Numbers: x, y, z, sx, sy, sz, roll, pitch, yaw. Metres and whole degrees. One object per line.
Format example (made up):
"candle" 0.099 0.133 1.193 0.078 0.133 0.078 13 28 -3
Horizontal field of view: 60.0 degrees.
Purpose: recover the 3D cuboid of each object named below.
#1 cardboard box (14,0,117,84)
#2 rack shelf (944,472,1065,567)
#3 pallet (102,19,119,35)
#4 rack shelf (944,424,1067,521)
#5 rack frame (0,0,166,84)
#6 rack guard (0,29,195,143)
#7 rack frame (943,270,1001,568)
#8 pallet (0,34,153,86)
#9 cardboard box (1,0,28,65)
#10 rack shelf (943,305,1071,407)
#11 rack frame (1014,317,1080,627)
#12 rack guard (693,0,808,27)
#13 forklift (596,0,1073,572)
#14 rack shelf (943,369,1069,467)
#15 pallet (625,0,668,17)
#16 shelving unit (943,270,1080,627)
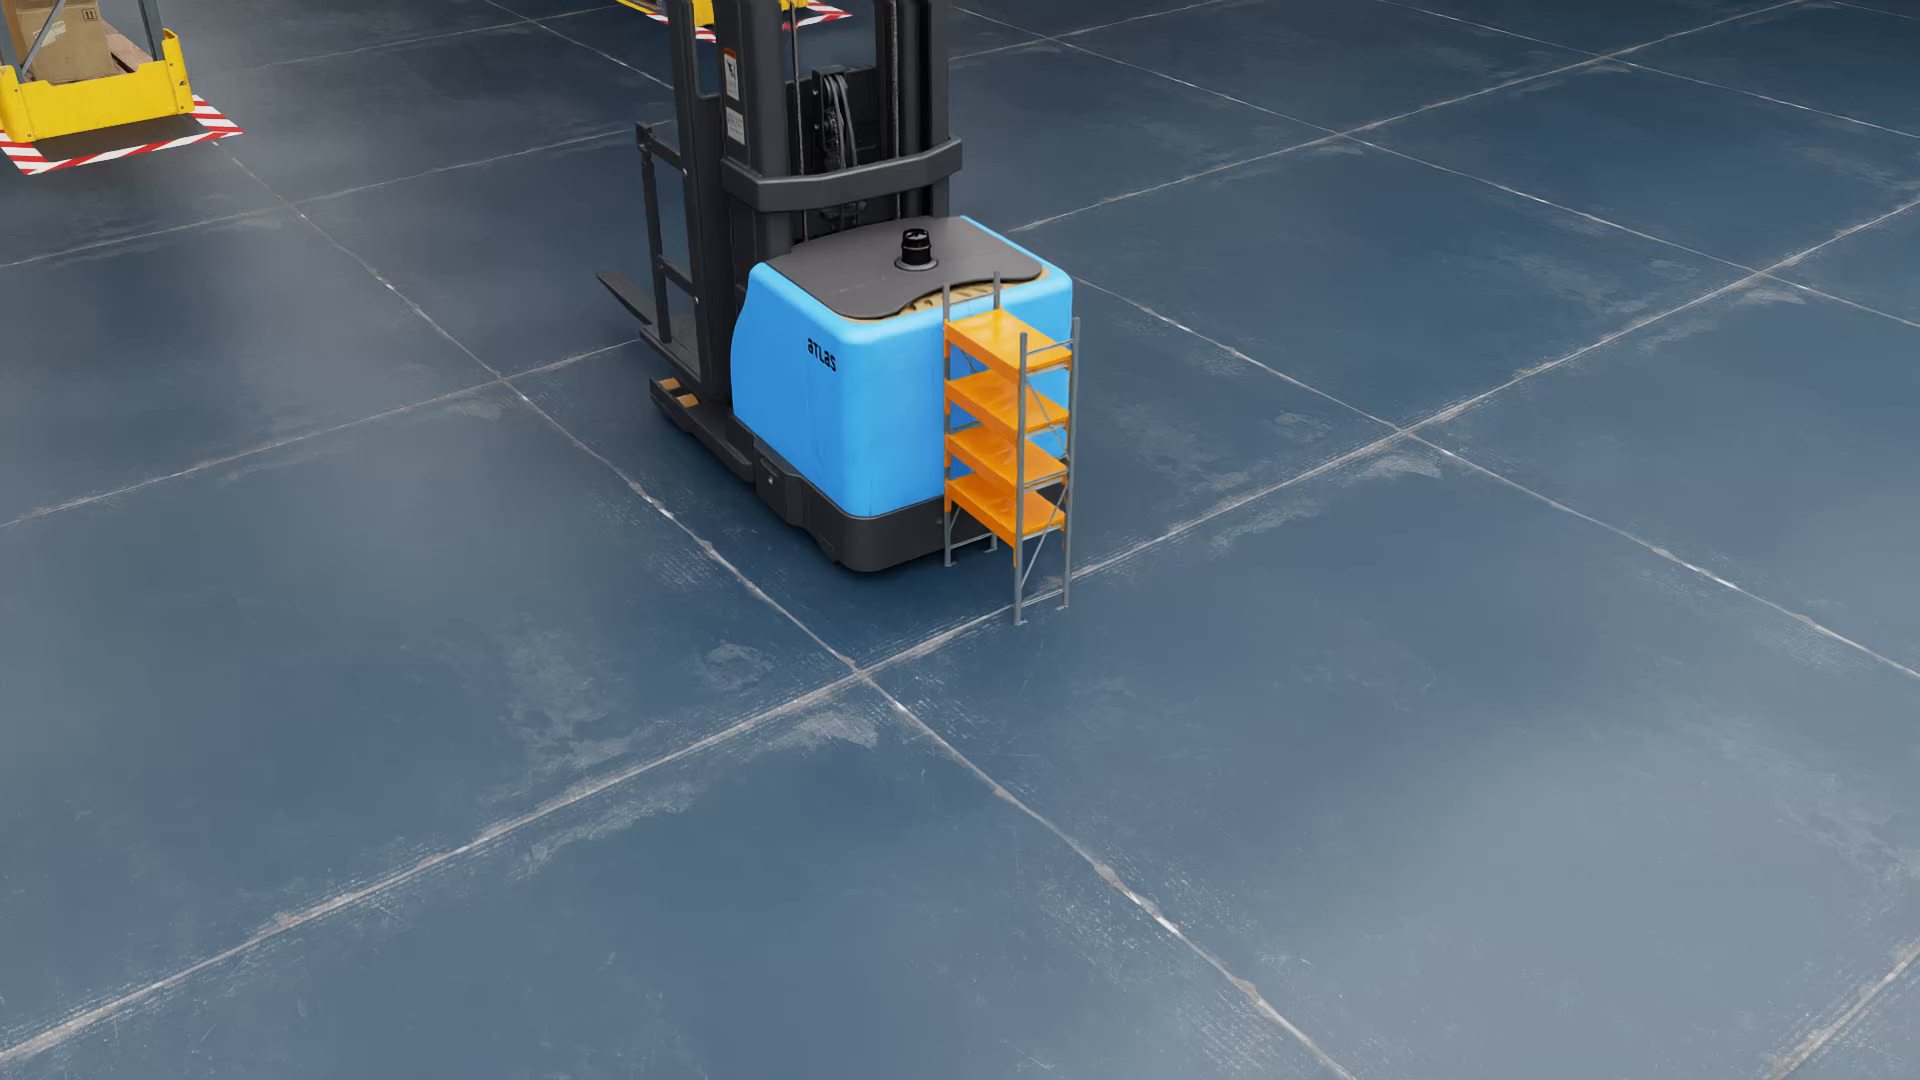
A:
"cardboard box" -6.185 -3.489 11.496 0.500 0.500 0.500 -15 35 -23
"rack shelf" 0.175 -0.103 6.283 0.258 0.148 0.480 -19 36 -27
"pallet" -7.076 -3.812 12.688 1.003 0.211 1.213 -22 38 -31
"rack shelf" 0.175 -0.272 6.178 0.258 0.148 0.480 -19 36 -27
"rack frame" -5.815 -4.107 10.519 1.000 3.000 0.127 -22 38 -31
"rack guard" -5.862 -3.077 11.230 1.175 0.500 0.348 -22 38 -31
"rack frame" 0.043 -0.437 6.317 0.240 1.200 0.015 -19 36 -27
"pallet" -6.332 -3.304 11.870 1.003 0.211 1.213 -22 38 -31
"cardboard box" -6.578 -3.727 11.879 0.500 0.500 0.500 -12 34 -19
"rack shelf" 0.175 -0.663 5.935 0.258 0.148 0.480 -19 36 -27
"rack frame" 0.307 -0.221 5.968 0.240 1.200 0.015 -19 36 -27
"rack guard" -1.820 -4.598 13.679 1.175 0.500 0.348 -22 38 -31
"forklift" -0.771 -1.860 6.967 1.130 2.935 3.031 -19 36 -27
"rack shelf" 0.175 -0.462 6.060 0.258 0.148 0.480 -19 36 -27
"pallet" -2.387 -4.793 14.267 1.003 0.211 1.213 -22 38 -31
"shelving unit" 0.175 -0.329 6.142 0.258 1.200 0.503 -19 36 -27
